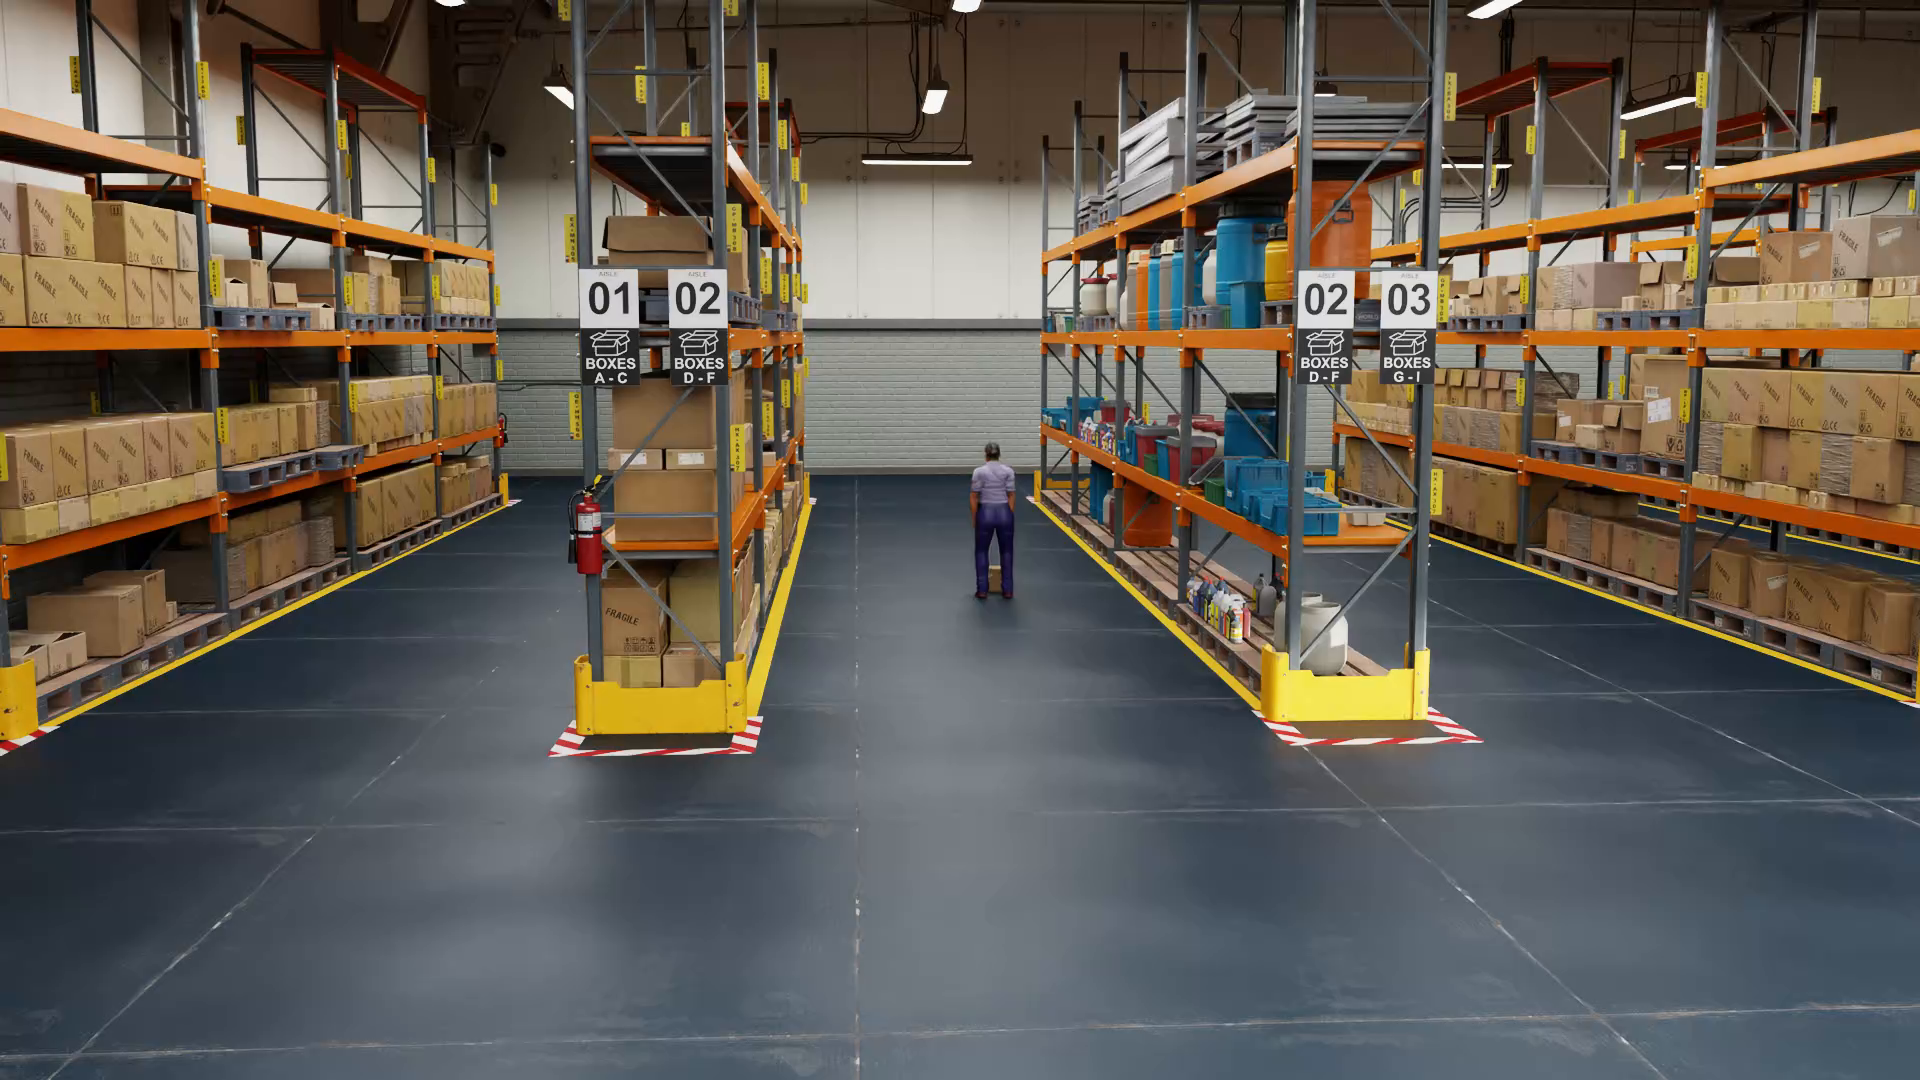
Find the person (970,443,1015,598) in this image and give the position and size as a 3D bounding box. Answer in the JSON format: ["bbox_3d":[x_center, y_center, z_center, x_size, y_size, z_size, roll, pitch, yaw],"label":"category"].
[{"bbox_3d":[0.343,-0.200,17.537,0.478,1.637,0.337,0,7,-3],"label":"person"}]
